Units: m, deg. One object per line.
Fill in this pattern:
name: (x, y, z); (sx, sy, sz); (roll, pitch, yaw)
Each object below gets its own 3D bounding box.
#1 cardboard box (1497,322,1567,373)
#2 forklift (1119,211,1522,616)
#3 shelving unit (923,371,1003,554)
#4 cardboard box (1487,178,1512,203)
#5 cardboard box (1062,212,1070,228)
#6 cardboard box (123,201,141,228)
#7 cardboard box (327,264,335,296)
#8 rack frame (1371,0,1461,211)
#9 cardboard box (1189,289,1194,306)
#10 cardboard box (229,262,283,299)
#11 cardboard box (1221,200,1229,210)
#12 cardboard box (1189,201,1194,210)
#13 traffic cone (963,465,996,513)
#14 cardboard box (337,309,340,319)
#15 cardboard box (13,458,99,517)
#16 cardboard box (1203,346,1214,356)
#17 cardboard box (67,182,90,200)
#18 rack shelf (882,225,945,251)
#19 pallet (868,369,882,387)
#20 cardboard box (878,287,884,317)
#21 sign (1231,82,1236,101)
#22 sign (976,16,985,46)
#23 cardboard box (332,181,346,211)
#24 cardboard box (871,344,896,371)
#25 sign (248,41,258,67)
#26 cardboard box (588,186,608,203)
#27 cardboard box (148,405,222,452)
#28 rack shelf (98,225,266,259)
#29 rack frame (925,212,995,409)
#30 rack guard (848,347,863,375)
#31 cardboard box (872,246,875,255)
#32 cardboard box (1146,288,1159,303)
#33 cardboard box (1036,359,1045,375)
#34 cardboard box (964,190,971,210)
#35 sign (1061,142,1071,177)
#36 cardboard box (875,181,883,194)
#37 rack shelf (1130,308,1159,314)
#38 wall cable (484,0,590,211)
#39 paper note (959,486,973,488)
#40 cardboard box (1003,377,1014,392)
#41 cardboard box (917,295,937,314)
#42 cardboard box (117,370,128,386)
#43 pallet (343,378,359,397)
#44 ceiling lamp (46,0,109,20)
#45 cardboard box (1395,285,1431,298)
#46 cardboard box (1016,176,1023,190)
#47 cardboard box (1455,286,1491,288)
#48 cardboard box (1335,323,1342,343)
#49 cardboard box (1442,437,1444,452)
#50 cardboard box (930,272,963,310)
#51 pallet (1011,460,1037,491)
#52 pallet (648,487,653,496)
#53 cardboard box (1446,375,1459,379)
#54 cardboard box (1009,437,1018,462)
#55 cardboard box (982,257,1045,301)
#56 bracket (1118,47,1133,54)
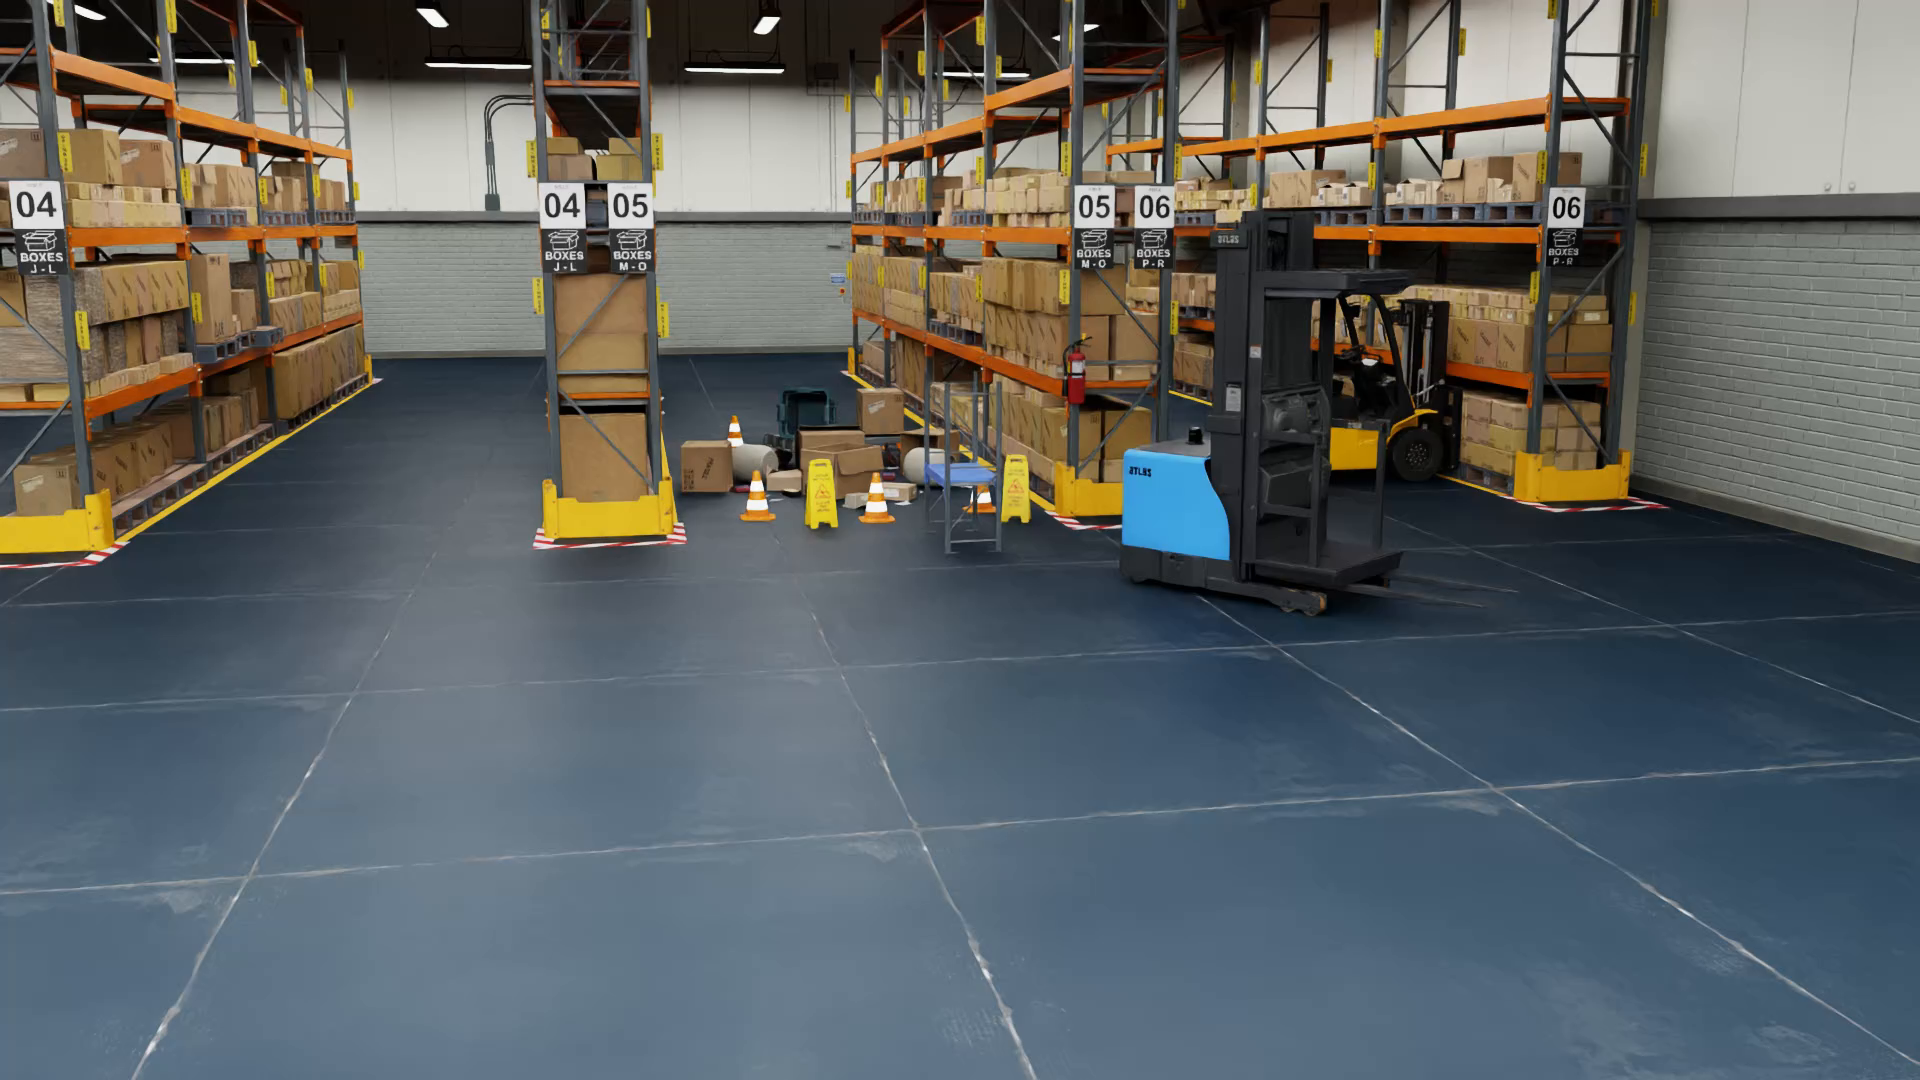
cardboard box: (6.076, -2.051, 17.683); (0.500, 0.500, 0.500); (-2, 11, -12)
forklift: (2.727, -0.992, 12.568); (3.031, 2.935, 1.130); (9, 14, 40)
shelving unit: (0.017, -0.721, 14.974); (0.538, 1.500, 1.048); (-2, 11, -11)
cardboard box: (5.920, -3.772, 17.937); (0.396, 0.266, 0.258); (-2, 11, -11)
cardboard box: (1.217, -3.146, 16.350); (0.380, 0.149, 0.250); (-2, 11, -11)
cardboard box: (-8.305, -3.158, 16.145); (0.500, 0.250, 0.500); (-2, 11, -9)
cardboard box: (-10.425, -4.209, 26.889); (0.500, 0.500, 0.500); (-2, 11, -11)
rack frame: (5.651, -5.602, 20.562); (1.000, 3.000, 0.127); (-2, 11, -11)
cardboard box: (3.989, -3.994, 27.393); (0.396, 0.266, 0.258); (-2, 11, -8)
cardboard box: (-9.966, -3.643, 23.365); (0.797, 0.503, 0.637); (-2, 11, -10)
cardboard box: (4.343, -5.277, 26.214); (0.380, 0.149, 0.250); (-2, 11, -9)
cardboard box: (3.964, -5.471, 27.178); (0.380, 0.149, 0.250); (-2, 11, -12)
traffic cone: (0.212, -0.526, 16.722); (0.336, 0.463, 0.334); (-2, 11, -11)
cardboard box: (-10.431, -3.715, 27.365); (0.380, 0.149, 0.250); (-2, 11, -12)
cardboard box: (-8.265, -0.473, 15.222); (0.500, 0.500, 0.500); (0, 11, 0)
cardboard box: (4.219, -3.106, 27.323); (0.380, 0.149, 0.250); (-2, 11, -9)
cardboard box: (-7.942, -3.085, 14.697); (0.380, 0.149, 0.250); (-2, 11, -10)
rack shelf: (-0.384, -4.694, 25.739); (1.077, 0.370, 4.000); (-2, 11, -11)
pallet: (-1.085, -2.938, 30.066); (1.003, 0.211, 1.213); (-2, 11, -11)
cardboard box: (-1.114, -4.066, 28.268); (0.500, 0.500, 0.500); (-2, 11, -10)
sign: (4.638, -7.627, 28.280); (0.100, 0.325, 0.005); (-2, 11, -11)
sign: (0.239, -5.936, 19.396); (0.100, 0.325, 0.005); (-2, 11, -11)
cardboard box: (-11.118, -5.999, 29.011); (0.700, 0.500, 0.500); (-3, 11, -14)
cardboard box: (-1.139, -3.337, 30.437); (0.875, 0.438, 0.875); (-2, 11, -9)
sign: (-9.186, -6.313, 21.589); (0.100, 0.325, 0.005); (-2, 11, -11)
cardboard box: (-4.347, -4.054, 19.463); (0.500, 0.250, 0.500); (-2, 11, -10)
cardboard box: (-9.111, -1.303, 19.529); (0.700, 0.500, 0.500); (-2, 11, -11)
rack shelf: (-9.327, -3.600, 19.991); (1.077, 0.370, 4.000); (-2, 11, -11)
rack frame: (0.005, -3.207, 24.025); (1.000, 3.000, 0.127); (-2, 11, -11)
rack guard: (-1.556, -3.451, 31.991); (1.175, 0.500, 0.348); (-2, 11, -11)
cardboard box: (-1.332, -5.082, 29.196); (0.380, 0.149, 0.250); (-2, 11, -12)
cardboard box: (3.645, -4.371, 29.742); (0.500, 0.250, 0.500); (-2, 11, -11)
cardboard box: (1.011, -1.814, 17.376); (0.380, 0.149, 0.250); (-2, 11, -10)
cardboard box: (0.335, -4.368, 21.380); (0.500, 0.250, 0.500); (-2, 11, -10)
sign: (1.012, -3.632, 15.867); (0.100, 0.325, 0.005); (-2, 11, -11)
cardboard box: (-1.067, -5.967, 28.834); (0.797, 0.503, 0.637); (-1, 11, -7)
rack shelf: (3.706, -4.136, 30.826); (1.077, 0.370, 4.000); (-2, 11, -11)
wall cable: (-8.991, -10.004, 35.086); (2.277, 5.999, 0.120); (-2, 11, -11)
paper note: (0.076, -0.591, 18.218); (0.142, 0.019, 0.148); (-6, 13, -31)
cardboard box: (0.700, -1.779, 19.011); (0.380, 0.149, 0.250); (-2, 11, -9)
cardboard box: (-0.339, -3.459, 24.411); (0.500, 0.250, 0.500); (-2, 11, -11)
cardboard box: (-8.231, -1.546, 15.970); (0.380, 0.149, 0.250); (-2, 11, -11)
pallet: (-10.806, -2.577, 28.173); (1.003, 0.211, 1.213); (-2, 11, -11)
ceiling lamp: (-12.445, -9.164, 23.664); (0.800, 3.185, 2.000); (-2, 11, -11)
cardboard box: (5.579, -3.056, 20.430); (0.380, 0.149, 0.250); (-2, 11, -10)
cardboard box: (0.831, -3.909, 18.229); (0.380, 0.149, 0.250); (-2, 11, -12)
cardboard box: (6.192, -2.982, 20.044); (0.380, 0.149, 0.250); (-2, 11, -12)
cardboard box: (5.193, -2.756, 22.056); (0.500, 0.250, 0.500); (-2, 11, -11)
cardboard box: (5.729, -1.130, 19.340); (0.500, 0.250, 0.500); (-2, 11, -9)
cardboard box: (-0.135, -3.518, 23.471); (0.500, 0.500, 0.500); (-2, 11, -13)
pallet: (1.189, -0.758, 18.613); (1.003, 0.211, 1.213); (-2, 11, -11)
pallet: (-3.507, -0.315, 16.290); (1.003, 0.211, 1.213); (-2, 11, -11)
cardboard box: (5.936, -1.918, 20.810); (0.500, 0.250, 0.500); (-2, 11, -10)
cardboard box: (0.853, -1.017, 18.746); (0.500, 0.250, 0.500); (-2, 11, -12)
cardboard box: (0.656, -3.072, 19.575); (0.700, 0.500, 0.500); (-2, 11, -12)
bracket: (3.409, -10.009, 34.091); (0.235, 0.232, 0.430); (-2, 11, -11)
